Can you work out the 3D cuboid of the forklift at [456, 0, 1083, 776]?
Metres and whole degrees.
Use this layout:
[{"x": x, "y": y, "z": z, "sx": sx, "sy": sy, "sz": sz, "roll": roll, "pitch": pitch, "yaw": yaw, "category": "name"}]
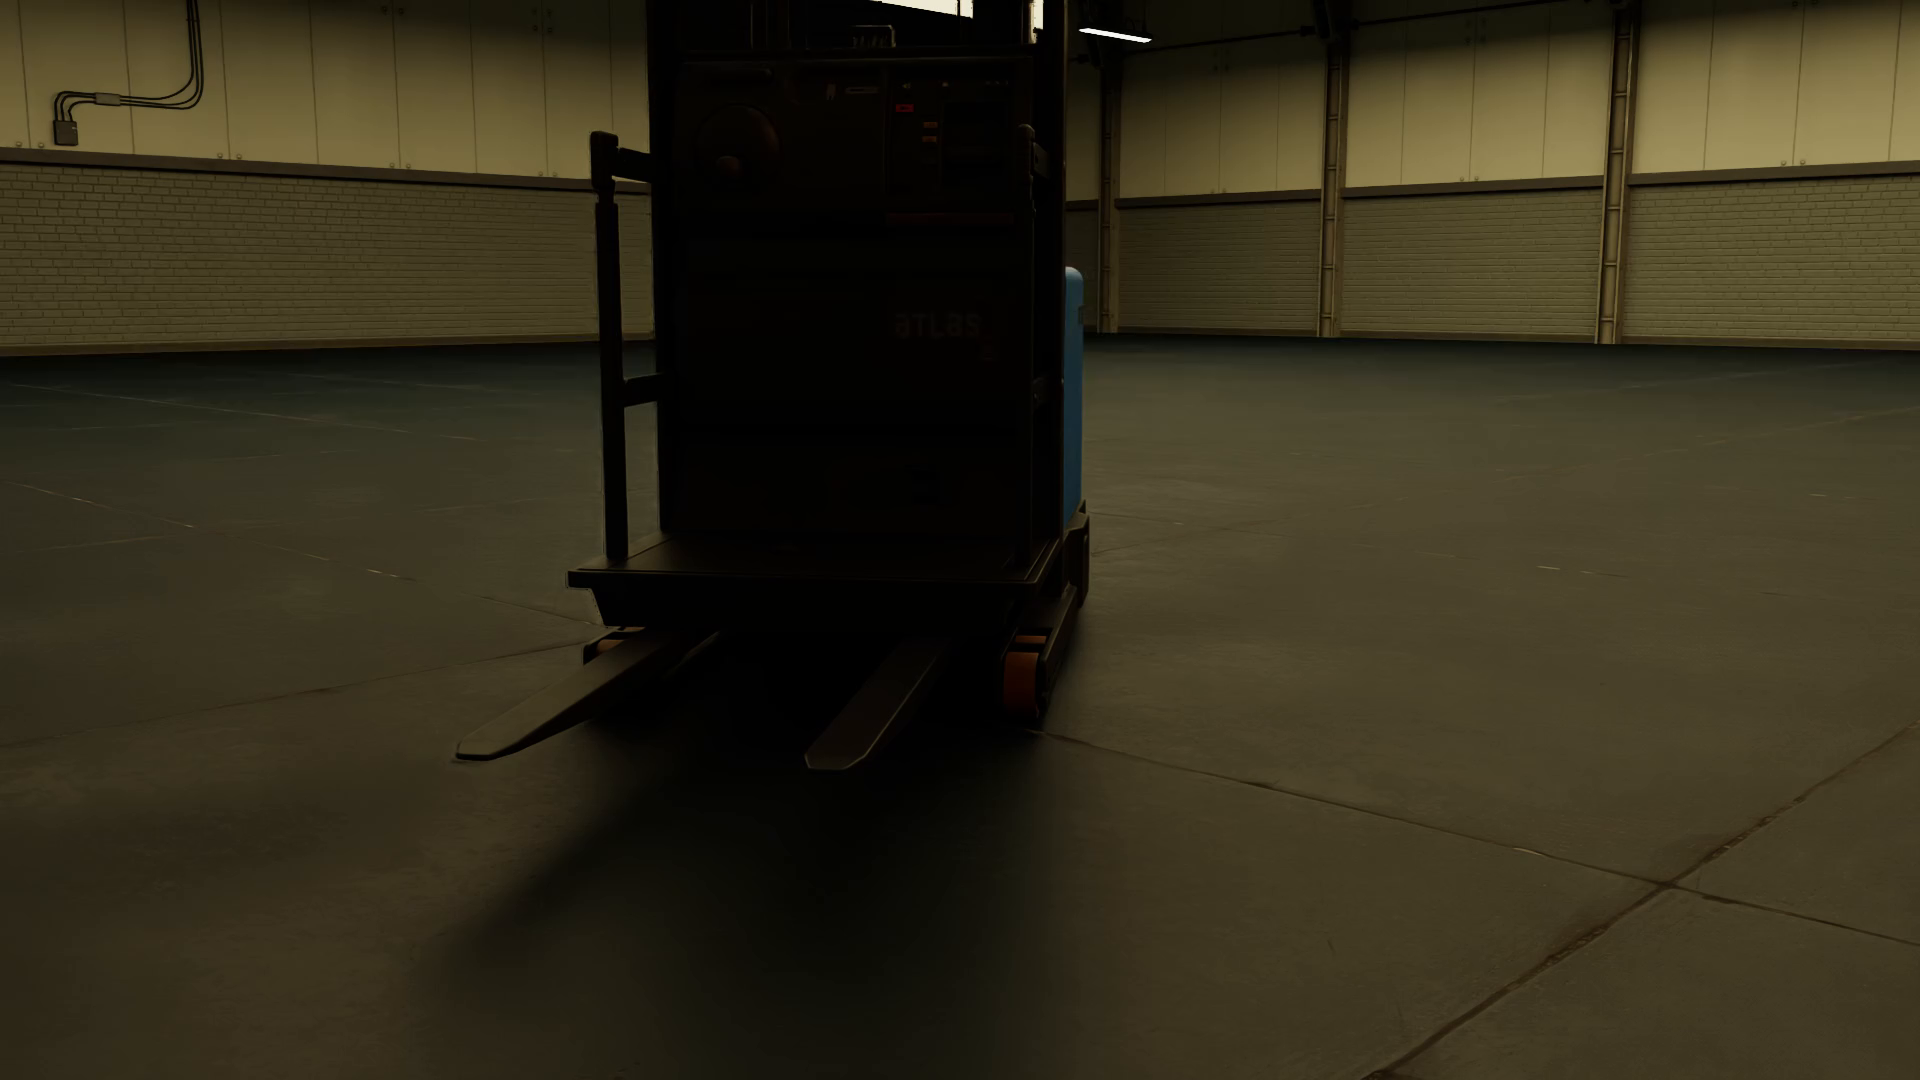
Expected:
[{"x": -0.308, "y": -1.081, "z": 4.054, "sx": 1.121, "sy": 2.935, "sz": 3.031, "roll": 1, "pitch": 9, "yaw": 8, "category": "forklift"}]
